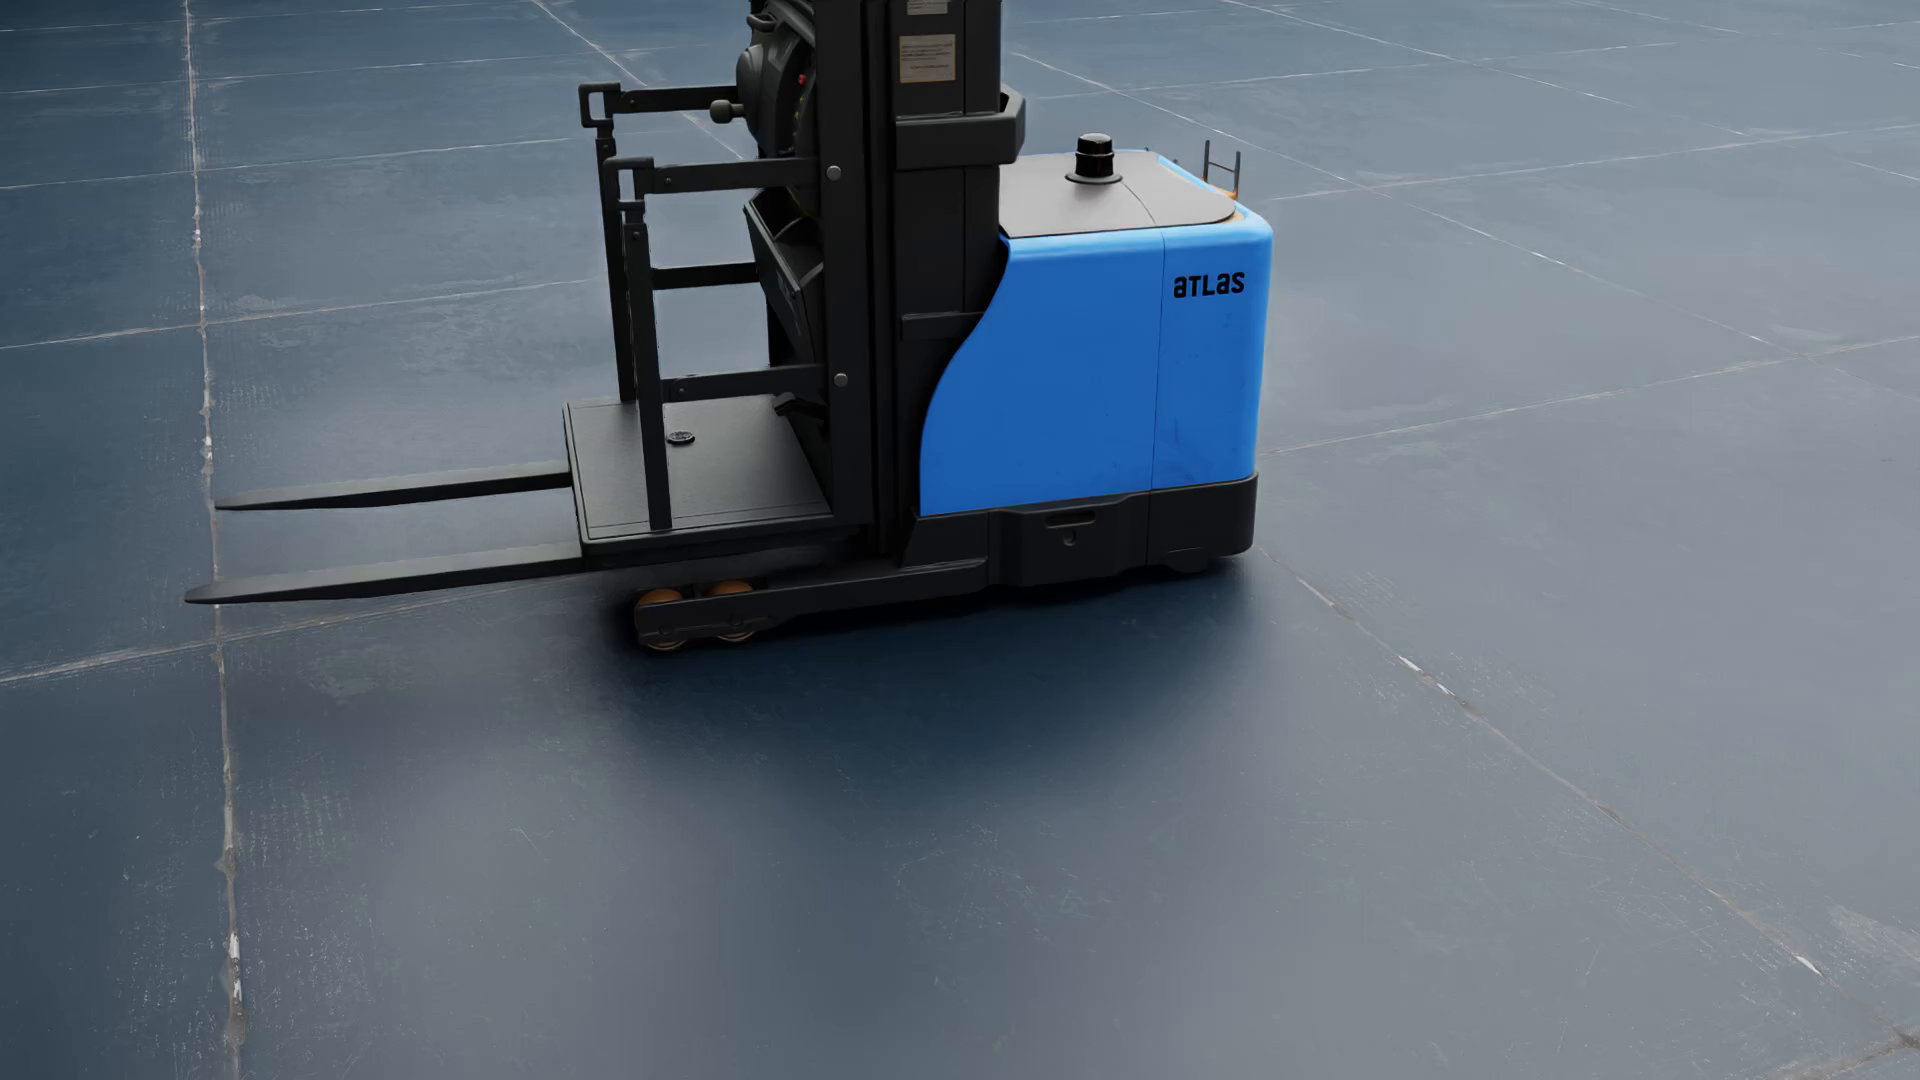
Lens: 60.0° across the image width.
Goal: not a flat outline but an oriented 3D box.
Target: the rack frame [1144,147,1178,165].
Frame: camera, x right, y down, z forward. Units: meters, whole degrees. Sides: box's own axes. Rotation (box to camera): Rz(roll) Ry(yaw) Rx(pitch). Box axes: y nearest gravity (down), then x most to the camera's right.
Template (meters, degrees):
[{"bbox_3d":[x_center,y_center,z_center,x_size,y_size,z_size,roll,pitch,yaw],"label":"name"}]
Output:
[{"bbox_3d":[0.659,-0.798,5.688,0.008,1.050,0.200,-12,29,-23],"label":"rack frame"}]

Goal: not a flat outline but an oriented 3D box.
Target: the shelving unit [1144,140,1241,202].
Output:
[{"bbox_3d":[0.769,-0.822,5.736,0.252,1.050,0.215,-12,29,-23],"label":"shelving unit"}]

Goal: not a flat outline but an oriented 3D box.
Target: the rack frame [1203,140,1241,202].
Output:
[{"bbox_3d":[0.878,-0.845,5.785,0.008,1.050,0.200,-12,29,-23],"label":"rack frame"}]

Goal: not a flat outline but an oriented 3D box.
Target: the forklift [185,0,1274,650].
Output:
[{"bbox_3d":[-0.681,-1.268,4.507,3.031,2.935,1.130,-7,27,-13],"label":"forklift"}]

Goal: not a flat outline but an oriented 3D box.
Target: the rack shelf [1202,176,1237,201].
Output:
[{"bbox_3d":[0.769,-1.067,5.617,0.240,0.259,0.215,-12,29,-23],"label":"rack shelf"}]
